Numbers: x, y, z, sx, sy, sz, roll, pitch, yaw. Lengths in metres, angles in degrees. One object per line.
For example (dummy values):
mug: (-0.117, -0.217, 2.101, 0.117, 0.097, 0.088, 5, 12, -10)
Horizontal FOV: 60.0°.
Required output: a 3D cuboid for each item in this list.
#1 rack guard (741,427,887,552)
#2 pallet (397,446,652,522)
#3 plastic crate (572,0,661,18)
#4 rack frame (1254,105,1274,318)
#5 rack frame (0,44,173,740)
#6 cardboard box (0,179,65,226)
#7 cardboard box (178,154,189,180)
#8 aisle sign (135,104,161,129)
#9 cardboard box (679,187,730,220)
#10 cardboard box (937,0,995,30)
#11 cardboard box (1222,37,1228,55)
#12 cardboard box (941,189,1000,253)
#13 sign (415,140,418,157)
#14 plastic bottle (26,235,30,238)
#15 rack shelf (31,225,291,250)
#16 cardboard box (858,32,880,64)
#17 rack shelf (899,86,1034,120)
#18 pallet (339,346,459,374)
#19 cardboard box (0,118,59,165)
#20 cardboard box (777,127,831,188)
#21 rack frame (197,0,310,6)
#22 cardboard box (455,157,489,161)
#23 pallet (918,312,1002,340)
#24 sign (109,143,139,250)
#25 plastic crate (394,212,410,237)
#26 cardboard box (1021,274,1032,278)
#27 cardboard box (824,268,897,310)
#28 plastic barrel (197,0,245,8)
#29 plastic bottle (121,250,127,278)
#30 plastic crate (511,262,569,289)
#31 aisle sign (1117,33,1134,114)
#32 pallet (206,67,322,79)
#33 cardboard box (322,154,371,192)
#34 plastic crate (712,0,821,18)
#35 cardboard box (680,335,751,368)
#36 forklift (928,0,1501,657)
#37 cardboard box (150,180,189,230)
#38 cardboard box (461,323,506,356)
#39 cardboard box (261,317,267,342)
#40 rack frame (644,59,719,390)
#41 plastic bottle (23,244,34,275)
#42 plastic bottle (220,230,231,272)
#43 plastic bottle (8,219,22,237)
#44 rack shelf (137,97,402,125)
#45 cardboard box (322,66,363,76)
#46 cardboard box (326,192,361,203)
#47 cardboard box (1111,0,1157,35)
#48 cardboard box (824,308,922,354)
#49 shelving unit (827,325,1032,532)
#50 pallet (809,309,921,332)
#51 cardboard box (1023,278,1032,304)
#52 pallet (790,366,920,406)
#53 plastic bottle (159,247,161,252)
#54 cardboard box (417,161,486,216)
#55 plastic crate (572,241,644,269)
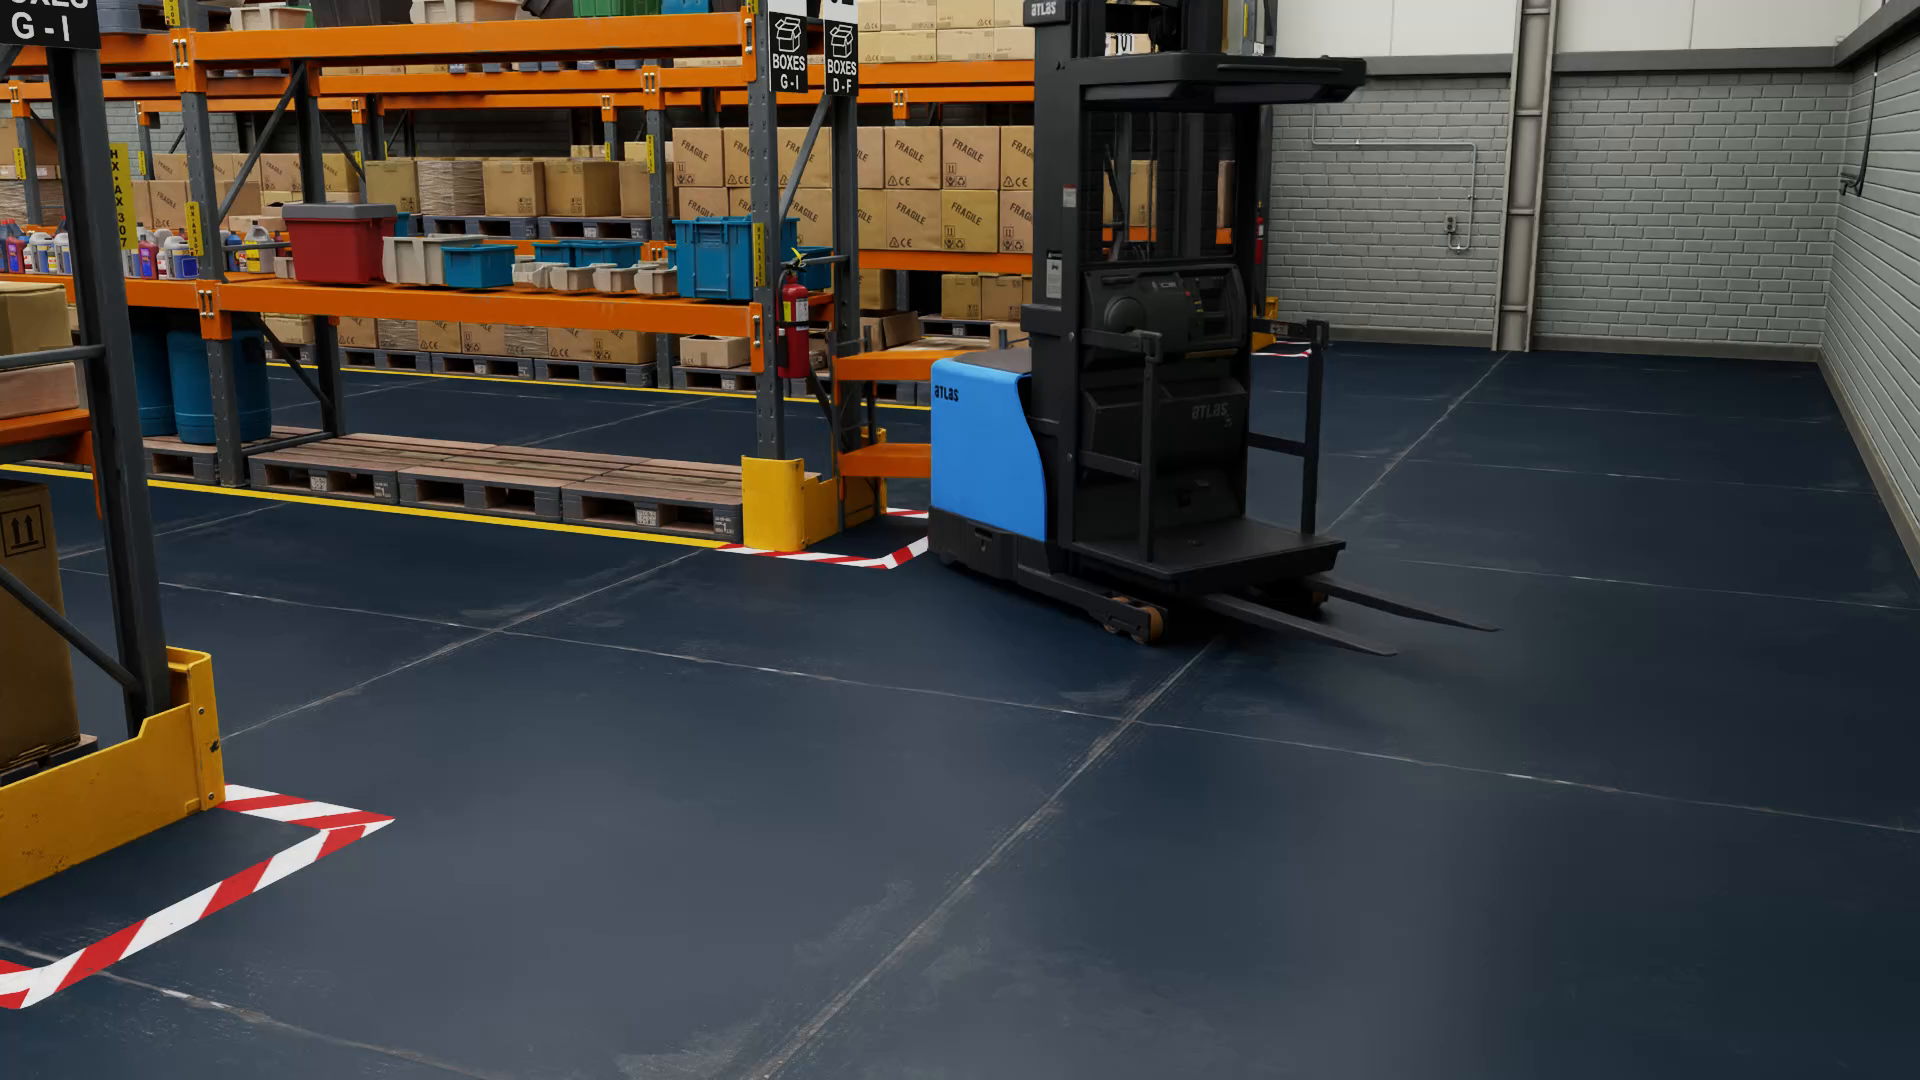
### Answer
rack guard: (-0.812, -0.310, 9.482, 0.348, 0.500, 1.175, 6, 14, 23)
pallet: (-2.689, -0.367, 10.355, 1.213, 0.211, 1.003, 6, 14, 23)
plastic crate: (-1.857, -2.915, 9.011, 0.336, 0.188, 0.450, 6, 14, 23)
rack frame: (3.174, -3.596, 18.013, 0.127, 3.000, 1.000, 6, 14, 23)
rack frame: (-2.845, -0.492, 4.785, 0.127, 3.000, 1.000, 6, 14, 23)
cardboard box: (-10.209, -3.760, 18.492, 0.500, 0.500, 0.700, 5, 14, 22)
cardboard box: (-10.693, -5.223, 23.592, 0.500, 0.500, 0.500, 6, 14, 23)
aisle sign: (-11.643, -6.286, 23.786, 0.004, 0.787, 0.394, 6, 14, 23)
cardboard box: (-2.131, -2.875, 14.724, 0.500, 0.500, 0.500, 6, 15, 25)
cardboard box: (0.140, -4.232, 13.392, 0.500, 0.250, 0.500, 6, 14, 23)
cardboard box: (2.605, -5.355, 18.134, 0.500, 0.250, 0.500, 7, 15, 26)
cardboard box: (0.175, -2.641, 13.726, 0.500, 0.500, 0.500, 6, 14, 24)
sign: (-7.577, -5.386, 23.108, 0.005, 0.325, 0.100, 6, 14, 23)
plastic bottle: (-6.857, -2.141, 12.247, 0.097, 0.201, 0.097, 0, 13, 0)
rack shelf: (-7.972, -3.136, 17.627, 4.000, 0.370, 1.077, 6, 14, 23)
cardboard box: (-0.772, -4.082, 13.848, 0.500, 0.250, 0.500, 6, 14, 23)
rack shelf: (1.345, -4.891, 18.541, 4.000, 0.370, 1.077, 6, 14, 23)
pallet: (-5.477, -1.866, 16.747, 1.213, 0.211, 1.003, 6, 14, 23)
cardboard box: (-10.209, -4.391, 18.344, 0.500, 0.500, 0.700, 6, 14, 24)
cardboard box: (-1.228, -3.269, 14.211, 0.500, 0.500, 0.500, 5, 14, 22)
rack frame: (-4.496, -4.817, 10.086, 0.127, 3.000, 1.000, 6, 14, 23)
cardboard box: (-6.224, -4.807, 21.993, 0.500, 0.500, 0.700, 8, 15, 31)
pallet: (0.180, -2.522, 19.539, 1.213, 0.211, 1.003, 6, 14, 23)
sign: (-2.615, -1.067, 5.169, 0.005, 0.325, 0.100, 6, 14, 23)
plastic crate: (-3.931, -1.946, 10.886, 0.575, 0.384, 0.392, 6, 14, 23)
cardboard box: (0.875, -3.061, 18.864, 0.250, 0.149, 0.380, 5, 14, 22)
cardboard box: (-1.131, -3.157, 19.928, 0.750, 0.750, 0.750, 6, 14, 24)
plastic barrel: (-4.876, -3.729, 10.796, 0.433, 0.535, 0.433, 0, 13, 0)
plastic bottle: (-5.469, -1.889, 10.848, 0.185, 0.351, 0.144, 6, 14, 23)
plastic crate: (-2.460, -1.539, 9.693, 0.250, 0.136, 0.298, 6, 14, 23)
aisle sign: (1.352, -3.881, 13.539, 0.004, 0.787, 0.394, 6, 14, 23)
pallet: (-6.801, -4.714, 16.623, 1.003, 0.211, 1.213, 7, 15, 26)
cardboard box: (-8.356, -4.987, 22.585, 0.500, 0.500, 0.500, 6, 14, 23)
plastic crate: (-1.078, -3.017, 9.266, 0.590, 0.269, 0.497, 6, 14, 23)
cardboard box: (-2.191, -1.752, 15.078, 0.500, 0.311, 0.500, 6, 14, 23)
forklift: (1.075, -1.095, 7.507, 1.130, 2.935, 3.031, -9, 16, -33)
cardboard box: (-8.166, -3.550, 17.600, 0.500, 0.500, 0.500, 6, 14, 23)
cardboard box: (-4.427, -2.054, 15.953, 0.500, 0.500, 0.500, 5, 14, 21)
cardboard box: (-7.196, -2.211, 17.213, 0.500, 0.250, 0.500, 6, 14, 23)
rack frame: (-2.487, -2.931, 15.179, 0.127, 3.000, 1.000, 6, 14, 23)
plastic bottle: (-6.235, -1.888, 11.171, 0.097, 0.201, 0.097, 0, 13, 0)
plastic bottle: (-5.100, -1.993, 11.452, 0.135, 0.276, 0.152, 6, 14, 23)
plastic bottle: (-6.538, -2.035, 11.471, 0.185, 0.351, 0.144, 6, 14, 23)
rack shelf: (-9.627, -6.001, 23.273, 4.000, 0.370, 1.077, 6, 14, 23)
cardboard box: (-5.731, -4.777, 16.260, 0.500, 0.500, 0.910, 6, 14, 23)
cardboard box: (-8.354, -4.623, 22.676, 0.500, 0.250, 0.500, 6, 14, 23)
cardboard box: (1.941, -5.661, 17.795, 0.500, 0.500, 0.500, 6, 15, 25)
cardboard box: (-0.767, -1.757, 14.678, 0.637, 0.503, 0.797, 6, 14, 23)
shelving unit: (-0.134, -0.629, 9.336, 1.048, 1.125, 0.538, 2, 12, 22)
pallet: (-1.220, -2.664, 20.146, 1.213, 0.211, 1.003, 6, 14, 23)
cardboard box: (1.085, -2.768, 19.036, 0.500, 0.500, 0.700, 6, 15, 25)
pallet: (-0.740, -1.397, 14.746, 1.213, 0.211, 1.003, 6, 14, 23)
plastic bottle: (-5.202, -1.799, 10.790, 0.097, 0.201, 0.097, 0, 13, 0)
cardboard box: (-4.764, -3.395, 16.018, 0.500, 0.500, 0.700, 9, 16, 34)
plastic crate: (-2.135, -1.688, 10.116, 0.300, 0.233, 0.416, 6, 14, 23)
